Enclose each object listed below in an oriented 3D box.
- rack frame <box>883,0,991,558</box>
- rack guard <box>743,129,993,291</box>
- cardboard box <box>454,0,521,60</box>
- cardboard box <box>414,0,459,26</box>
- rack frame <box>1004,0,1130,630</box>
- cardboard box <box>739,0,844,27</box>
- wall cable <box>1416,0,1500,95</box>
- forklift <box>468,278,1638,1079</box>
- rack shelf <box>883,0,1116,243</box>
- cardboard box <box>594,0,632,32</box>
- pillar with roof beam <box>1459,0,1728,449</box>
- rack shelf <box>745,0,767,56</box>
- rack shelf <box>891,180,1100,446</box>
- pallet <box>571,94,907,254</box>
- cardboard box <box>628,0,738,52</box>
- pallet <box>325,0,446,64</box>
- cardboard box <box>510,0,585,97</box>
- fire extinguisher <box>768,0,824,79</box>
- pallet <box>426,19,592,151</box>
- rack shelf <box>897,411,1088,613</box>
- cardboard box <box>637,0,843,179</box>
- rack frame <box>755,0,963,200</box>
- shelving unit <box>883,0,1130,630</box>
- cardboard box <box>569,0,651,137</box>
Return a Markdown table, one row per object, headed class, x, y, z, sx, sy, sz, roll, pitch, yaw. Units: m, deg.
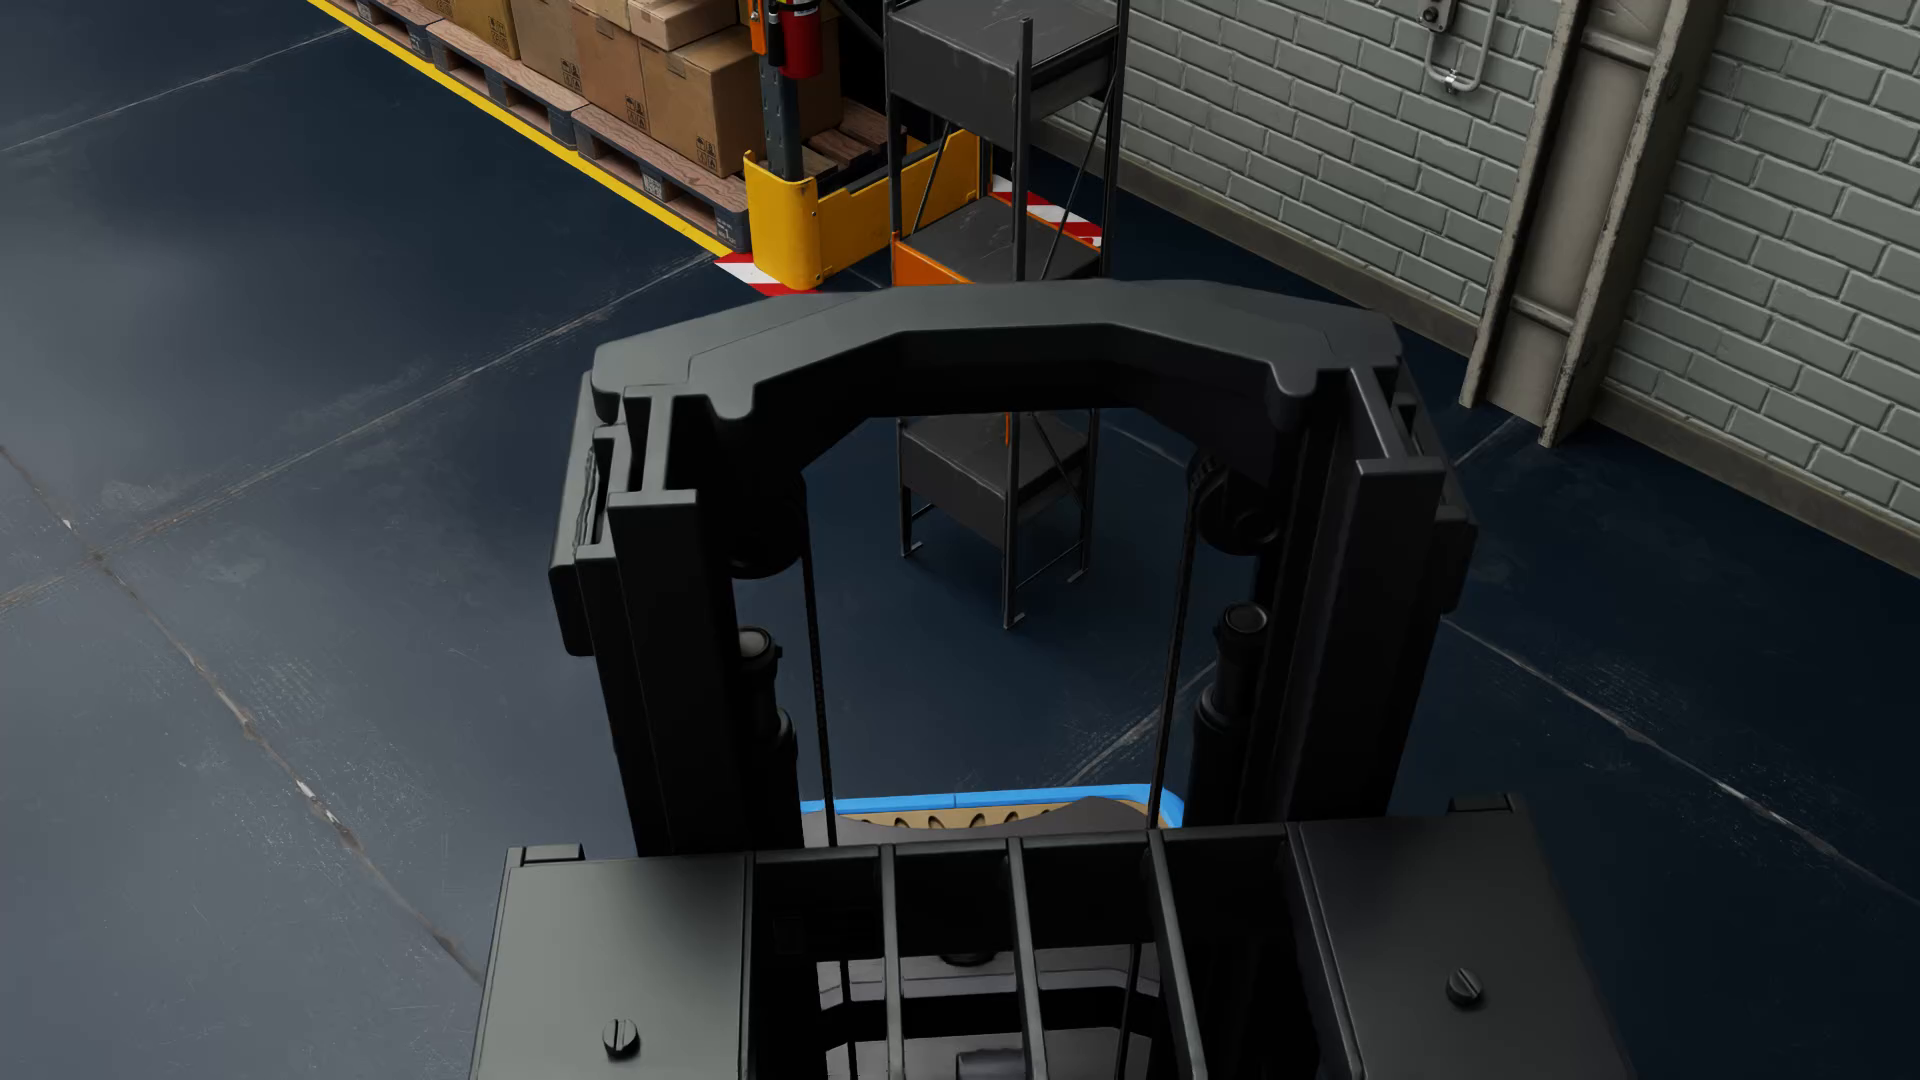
| class | x | y | z | sx | sy | sz | roll | pitch | yaw |
| --- | --- | --- | --- | --- | --- | --- | --- | --- | --- |
| rack frame | -0.055 | -0.809 | 5.078 | 0.400 | 2.100 | 0.015 | -34 | 53 | -31 |
| rack guard | -0.363 | -1.557 | 7.066 | 1.175 | 0.500 | 0.348 | -34 | 53 | -31 |
| cardboard box | -2.036 | -2.745 | 8.043 | 0.700 | 0.500 | 0.500 | -33 | 52 | -30 |
| cardboard box | -2.397 | -2.993 | 8.311 | 0.500 | 0.500 | 0.700 | 34 | 52 | 31 |
| rack frame | 0.289 | -0.574 | 4.824 | 0.400 | 2.100 | 0.015 | -34 | 53 | -31 |
| cardboard box | -0.716 | -2.285 | 7.067 | 0.380 | 0.149 | 0.250 | -34 | 52 | -31 |
| wall cable | 1.194 | -2.697 | 5.710 | 0.084 | 1.984 | 1.851 | -34 | 53 | -31 |
| forklift | 0.087 | 1.256 | 2.231 | 1.130 | 2.935 | 3.031 | -3 | 43 | -3 |
| rack shelf | 0.117 | -1.196 | 4.486 | 0.431 | 0.518 | 0.480 | -34 | 53 | -31 |
| cardboard box | -1.346 | -2.346 | 7.133 | 0.380 | 0.149 | 0.250 | -33 | 52 | -30 |
| pillar with roof beam | -0.909 | -1.743 | 1.006 | 9.100 | 9.000 | 0.400 | -34 | 53 | -31 |
| rack shelf | -1.793 | -3.183 | 7.514 | 1.077 | 0.370 | 4.000 | -34 | 53 | -31 |
| rack shelf | 0.117 | -0.682 | 4.961 | 0.431 | 0.518 | 0.480 | -34 | 53 | -31 |
| pallet | -1.000 | -1.809 | 7.552 | 1.003 | 0.211 | 1.213 | -34 | 53 | -31 |
| cardboard box | -1.165 | -2.223 | 7.000 | 0.250 | 0.149 | 0.380 | 34 | 52 | 31 |
| pallet | -2.723 | -2.981 | 8.821 | 1.003 | 0.211 | 1.213 | -34 | 53 | -31 |
| cardboard box | -1.654 | -2.493 | 7.770 | 0.500 | 0.500 | 0.700 | 32 | 52 | 30 |
| fire extinguisher | -0.600 | -2.027 | 6.065 | 0.296 | 0.674 | 0.183 | -34 | 53 | -31 |
| pallet | -1.858 | -2.395 | 8.186 | 1.003 | 0.211 | 1.213 | -34 | 53 | -31 |
| rack shelf | 0.117 | -0.168 | 5.436 | 0.431 | 0.518 | 0.480 | -34 | 53 | -31 |
| cardboard box | -0.945 | -2.011 | 7.248 | 0.700 | 0.500 | 0.500 | -34 | 53 | -31 |
| rack frame | -0.380 | -2.486 | 6.230 | 1.000 | 3.000 | 0.127 | -34 | 53 | -31 |
| shelving unit | 0.117 | -0.692 | 4.951 | 0.431 | 2.100 | 0.503 | -34 | 53 | -31 |
| cardboard box | -1.299 | -2.251 | 7.508 | 0.500 | 0.500 | 0.700 | 34 | 53 | 31 |
